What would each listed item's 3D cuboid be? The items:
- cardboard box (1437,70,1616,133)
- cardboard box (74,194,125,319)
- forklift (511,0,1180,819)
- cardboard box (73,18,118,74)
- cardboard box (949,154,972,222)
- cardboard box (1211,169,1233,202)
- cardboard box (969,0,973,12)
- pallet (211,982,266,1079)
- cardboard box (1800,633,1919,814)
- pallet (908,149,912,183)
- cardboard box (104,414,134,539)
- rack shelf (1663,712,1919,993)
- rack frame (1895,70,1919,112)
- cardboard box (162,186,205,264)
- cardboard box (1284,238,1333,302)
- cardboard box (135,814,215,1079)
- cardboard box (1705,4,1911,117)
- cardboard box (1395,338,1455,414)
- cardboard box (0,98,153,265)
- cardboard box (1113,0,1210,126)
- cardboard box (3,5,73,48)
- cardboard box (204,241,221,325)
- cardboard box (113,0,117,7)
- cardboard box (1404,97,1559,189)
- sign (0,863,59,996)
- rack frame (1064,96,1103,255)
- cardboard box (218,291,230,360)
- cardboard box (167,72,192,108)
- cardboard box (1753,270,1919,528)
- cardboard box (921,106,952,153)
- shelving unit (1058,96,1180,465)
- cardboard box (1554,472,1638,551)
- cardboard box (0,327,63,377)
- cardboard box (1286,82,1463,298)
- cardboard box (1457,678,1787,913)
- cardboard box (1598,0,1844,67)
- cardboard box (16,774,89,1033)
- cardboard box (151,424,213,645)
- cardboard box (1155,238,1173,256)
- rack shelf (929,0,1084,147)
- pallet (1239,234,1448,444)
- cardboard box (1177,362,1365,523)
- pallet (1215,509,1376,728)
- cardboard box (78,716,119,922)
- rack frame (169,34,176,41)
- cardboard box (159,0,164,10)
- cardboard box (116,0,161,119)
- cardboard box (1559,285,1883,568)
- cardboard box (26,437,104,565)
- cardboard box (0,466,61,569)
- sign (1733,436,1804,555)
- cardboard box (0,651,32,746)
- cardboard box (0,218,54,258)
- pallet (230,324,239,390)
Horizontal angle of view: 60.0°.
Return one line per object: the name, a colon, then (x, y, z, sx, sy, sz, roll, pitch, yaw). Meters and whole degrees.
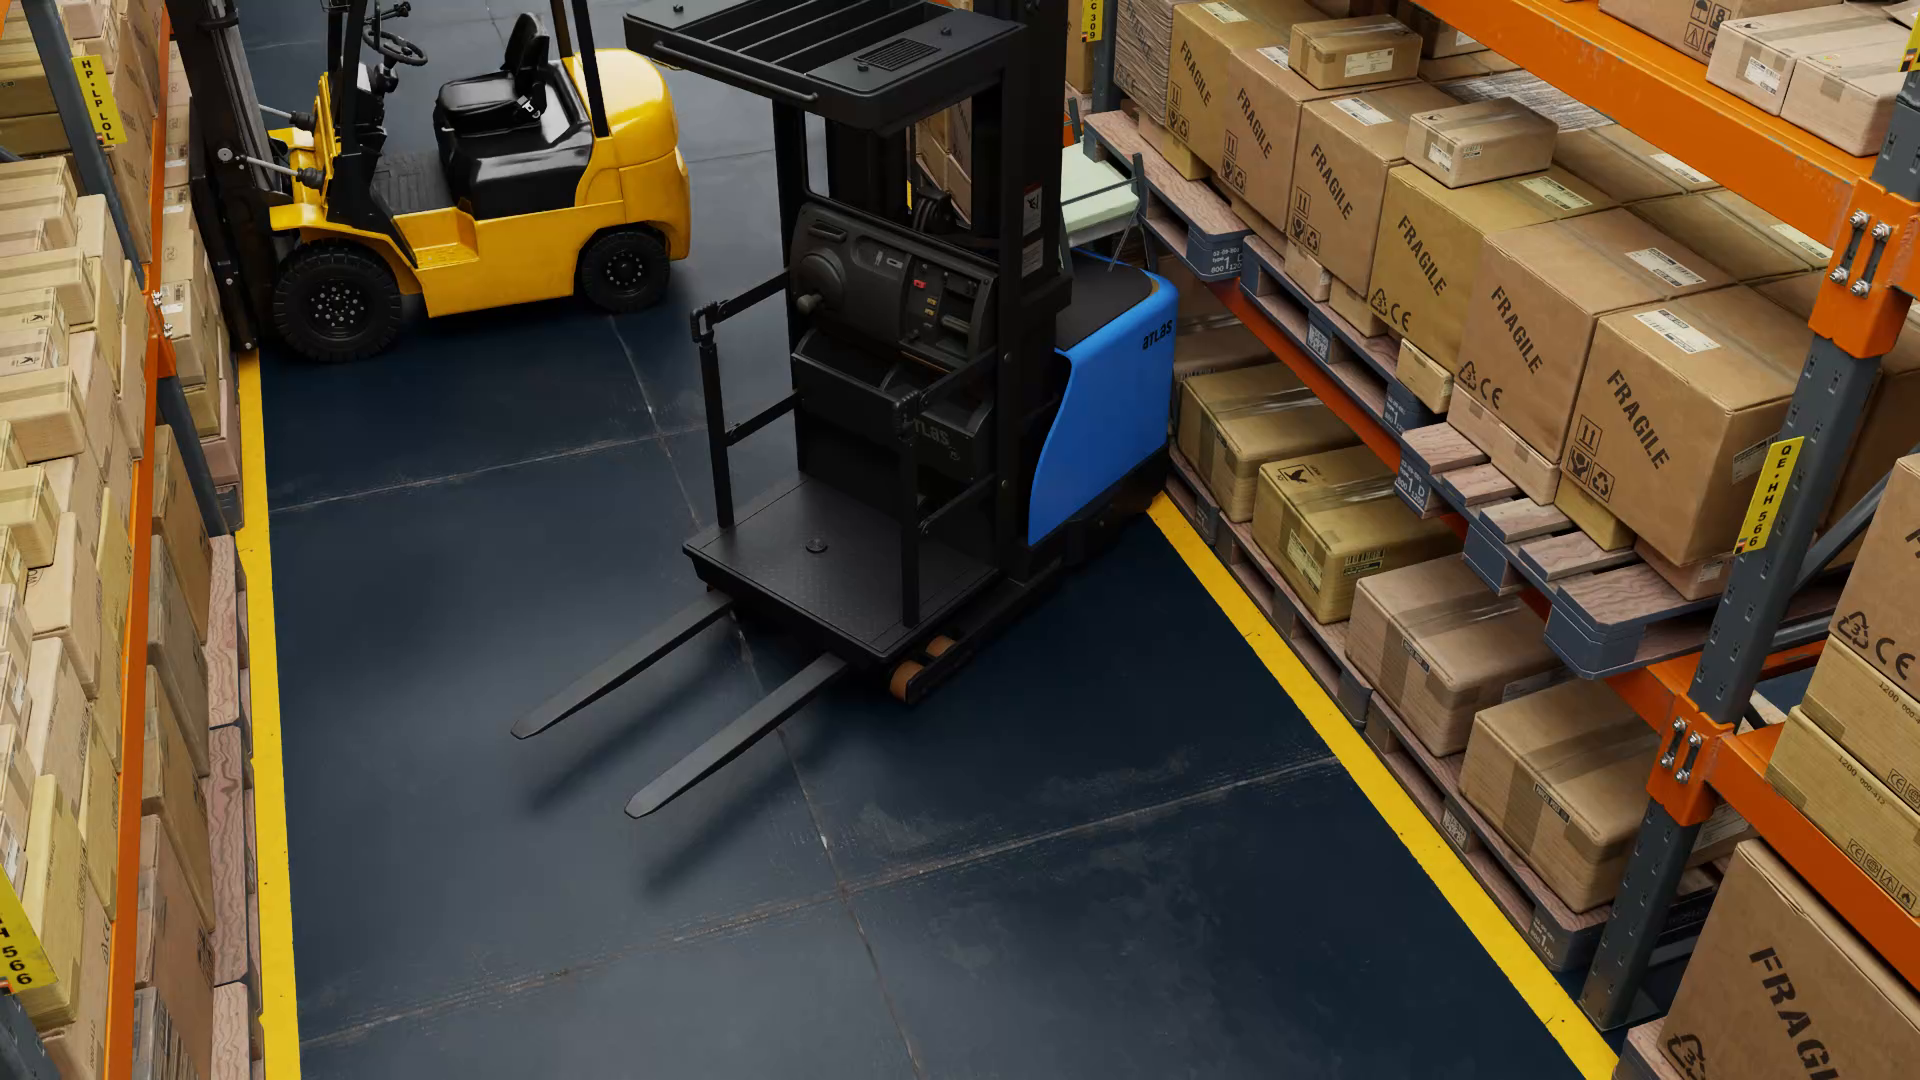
cardboard box: (1.974, -1.295, 5.797, 0.500, 0.500, 0.500, -14, 39, -18)
cardboard box: (-3.175, -0.936, 5.709, 0.500, 0.250, 0.500, -13, 39, -17)
forklift: (-0.397, -0.880, 5.983, 1.130, 2.935, 3.031, 26, 44, 30)
cardboard box: (-3.668, -1.996, 6.785, 0.380, 0.149, 0.250, -12, 39, -15)
cardboard box: (0.256, -1.985, 9.329, 0.500, 0.250, 0.500, -12, 39, -15)
cardboard box: (1.216, -1.453, 6.546, 0.380, 0.149, 0.250, -10, 38, -13)
cardboard box: (0.266, -2.793, 8.673, 0.380, 0.149, 0.250, -13, 39, -17)
pallet: (-2.454, 1.880, 4.579, 1.003, 0.211, 1.213, -12, 39, -16)
cardboard box: (2.394, 0.407, 3.926, 0.500, 0.250, 0.500, -13, 39, -16)
pallet: (-0.029, -2.687, 10.642, 1.003, 0.211, 1.213, -12, 39, -16)
cardboard box: (-2.845, -0.161, 5.095, 0.500, 0.250, 0.500, -12, 39, -16)
rack shelf: (3.140, 1.626, 3.196, 1.077, 0.370, 4.000, -12, 39, -16)
rack frame: (2.452, -2.187, 2.674, 1.000, 3.000, 0.127, -12, 39, -16)
cardboard box: (-3.804, -1.398, 7.717, 0.500, 0.250, 0.500, -11, 38, -14)
cardboard box: (1.391, -0.998, 5.942, 0.380, 0.149, 0.250, -11, 38, -14)
cardboard box: (-2.642, 1.297, 4.660, 0.875, 0.625, 0.625, -11, 38, -14)
cardboard box: (2.053, -1.162, 4.015, 0.380, 0.149, 0.250, -12, 39, -16)
cardboard box: (1.642, -0.561, 5.361, 0.380, 0.149, 0.250, -12, 39, -15)
cardboard box: (-3.492, -1.365, 6.487, 0.500, 0.500, 0.500, -13, 39, -17)
cardboard box: (0.967, -2.053, 6.803, 0.500, 0.500, 0.500, -12, 38, -15)
cardboard box: (-3.686, -1.951, 6.478, 0.380, 0.149, 0.250, -13, 39, -17)
cardboard box: (-3.798, -1.198, 7.868, 0.500, 0.250, 0.500, -13, 39, -16)
cardboard box: (-3.960, -2.432, 7.363, 0.380, 0.149, 0.250, -13, 39, -17)
cardboard box: (1.624, -1.242, 5.188, 0.380, 0.149, 0.250, -14, 39, -18)
sign: (-1.701, 0.690, 2.944, 0.100, 0.325, 0.005, -12, 39, -16)
rack frame: (0.467, -1.274, 7.662, 0.400, 1.500, 0.023, -20, 36, -8)
cardboard box: (-3.820, -1.003, 8.024, 0.500, 0.250, 0.500, -12, 39, -15)
cardboard box: (-4.328, -2.266, 8.871, 0.500, 0.250, 0.500, -12, 39, -15)
cardboard box: (2.514, -0.420, 4.635, 0.500, 0.500, 0.500, -14, 39, -17)
cardboard box: (0.074, -2.573, 9.486, 0.500, 0.500, 0.500, -12, 39, -15)
shelving unit: (0.577, -1.085, 7.369, 0.431, 1.500, 0.755, -20, 36, -8)
cardboard box: (1.958, -0.131, 4.791, 0.380, 0.149, 0.250, -12, 39, -15)
cardboard box: (-2.791, -0.457, 4.741, 0.380, 0.149, 0.250, -12, 39, -16)
cardboard box: (1.484, -1.200, 5.671, 0.500, 0.500, 0.500, -14, 39, -18)
cardboard box: (2.267, 0.770, 5.570, 0.950, 0.372, 0.625, -15, 40, -19)
cardboard box: (2.135, -1.567, 4.260, 0.700, 0.500, 0.500, -12, 39, -16)
cardboard box: (-2.107, 0.793, 3.414, 0.500, 0.250, 0.500, -12, 39, -16)
cardboard box: (-3.394, 0.052, 6.312, 0.875, 0.625, 0.625, -11, 38, -14)
cardboard box: (1.126, -1.809, 8.471, 0.500, 0.500, 0.500, -11, 38, -14)
rack shelf: (0.387, -2.893, 9.196, 1.077, 0.370, 4.000, -12, 39, -16)
pallet: (1.732, -0.824, 6.010, 1.003, 0.211, 1.213, -12, 39, -16)
cardboard box: (1.509, -0.468, 7.213, 0.950, 0.372, 0.625, -10, 38, -13)
pallet: (1.768, 0.193, 6.818, 1.003, 0.211, 1.213, -12, 39, -16)
cardboard box: (-2.299, 0.712, 3.936, 0.500, 0.250, 0.500, -13, 39, -17)
rack frame: (-4.961, -3.280, 9.112, 1.000, 3.000, 0.127, -12, 39, -16)
cardboard box: (-4.545, -3.097, 8.785, 0.500, 0.500, 0.500, -13, 39, -17)
cardboard box: (-4.015, -2.231, 7.635, 0.500, 0.500, 0.500, -12, 39, -16)
cardboard box: (2.034, -0.317, 4.498, 0.500, 0.500, 0.500, -14, 39, -17)
cardboard box: (-2.665, -0.068, 4.556, 0.500, 0.250, 0.500, -12, 39, -15)
cardboard box: (-2.495, -0.028, 4.172, 0.380, 0.149, 0.250, -12, 39, -15)
sign: (1.945, -0.104, 3.999, 0.100, 0.325, 0.005, -12, 39, -16)
cardboard box: (-2.246, 0.408, 3.592, 0.380, 0.149, 0.250, -11, 38, -15)
cardboard box: (-3.117, -0.882, 5.305, 0.380, 0.149, 0.250, -12, 39, -16)
pallet: (-4.242, -1.055, 8.475, 1.003, 0.211, 1.213, -12, 39, -16)
